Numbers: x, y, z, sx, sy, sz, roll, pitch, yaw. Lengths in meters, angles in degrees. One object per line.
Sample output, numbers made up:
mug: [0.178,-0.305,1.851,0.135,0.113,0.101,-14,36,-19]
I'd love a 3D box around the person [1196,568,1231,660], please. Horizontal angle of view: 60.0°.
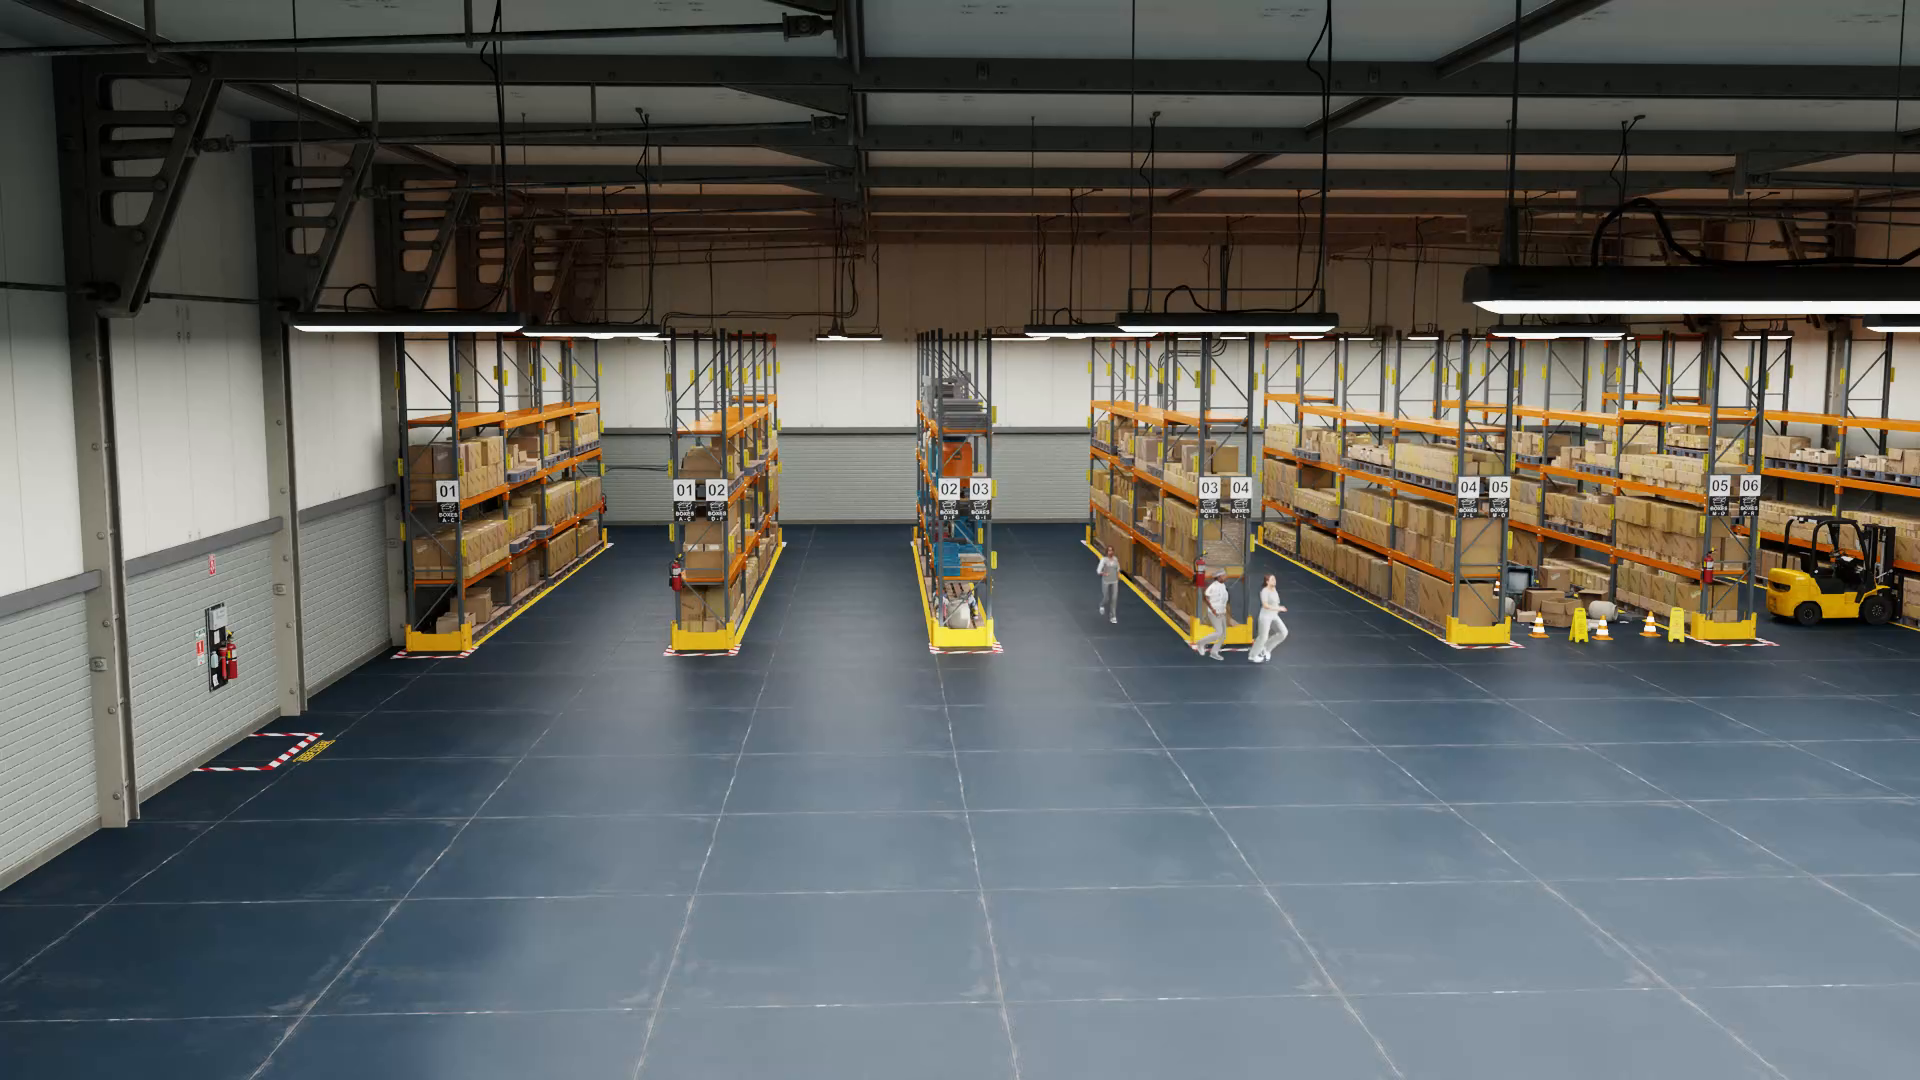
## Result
person: [4.676,1.334,30.457,0.523,1.655,0.633,4,8,33]

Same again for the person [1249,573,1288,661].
person: [5.560,1.388,29.820,0.765,1.615,0.580,6,9,43]

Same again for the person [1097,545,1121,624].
person: [3.081,0.893,34.204,0.539,1.565,0.843,-1,7,-11]
